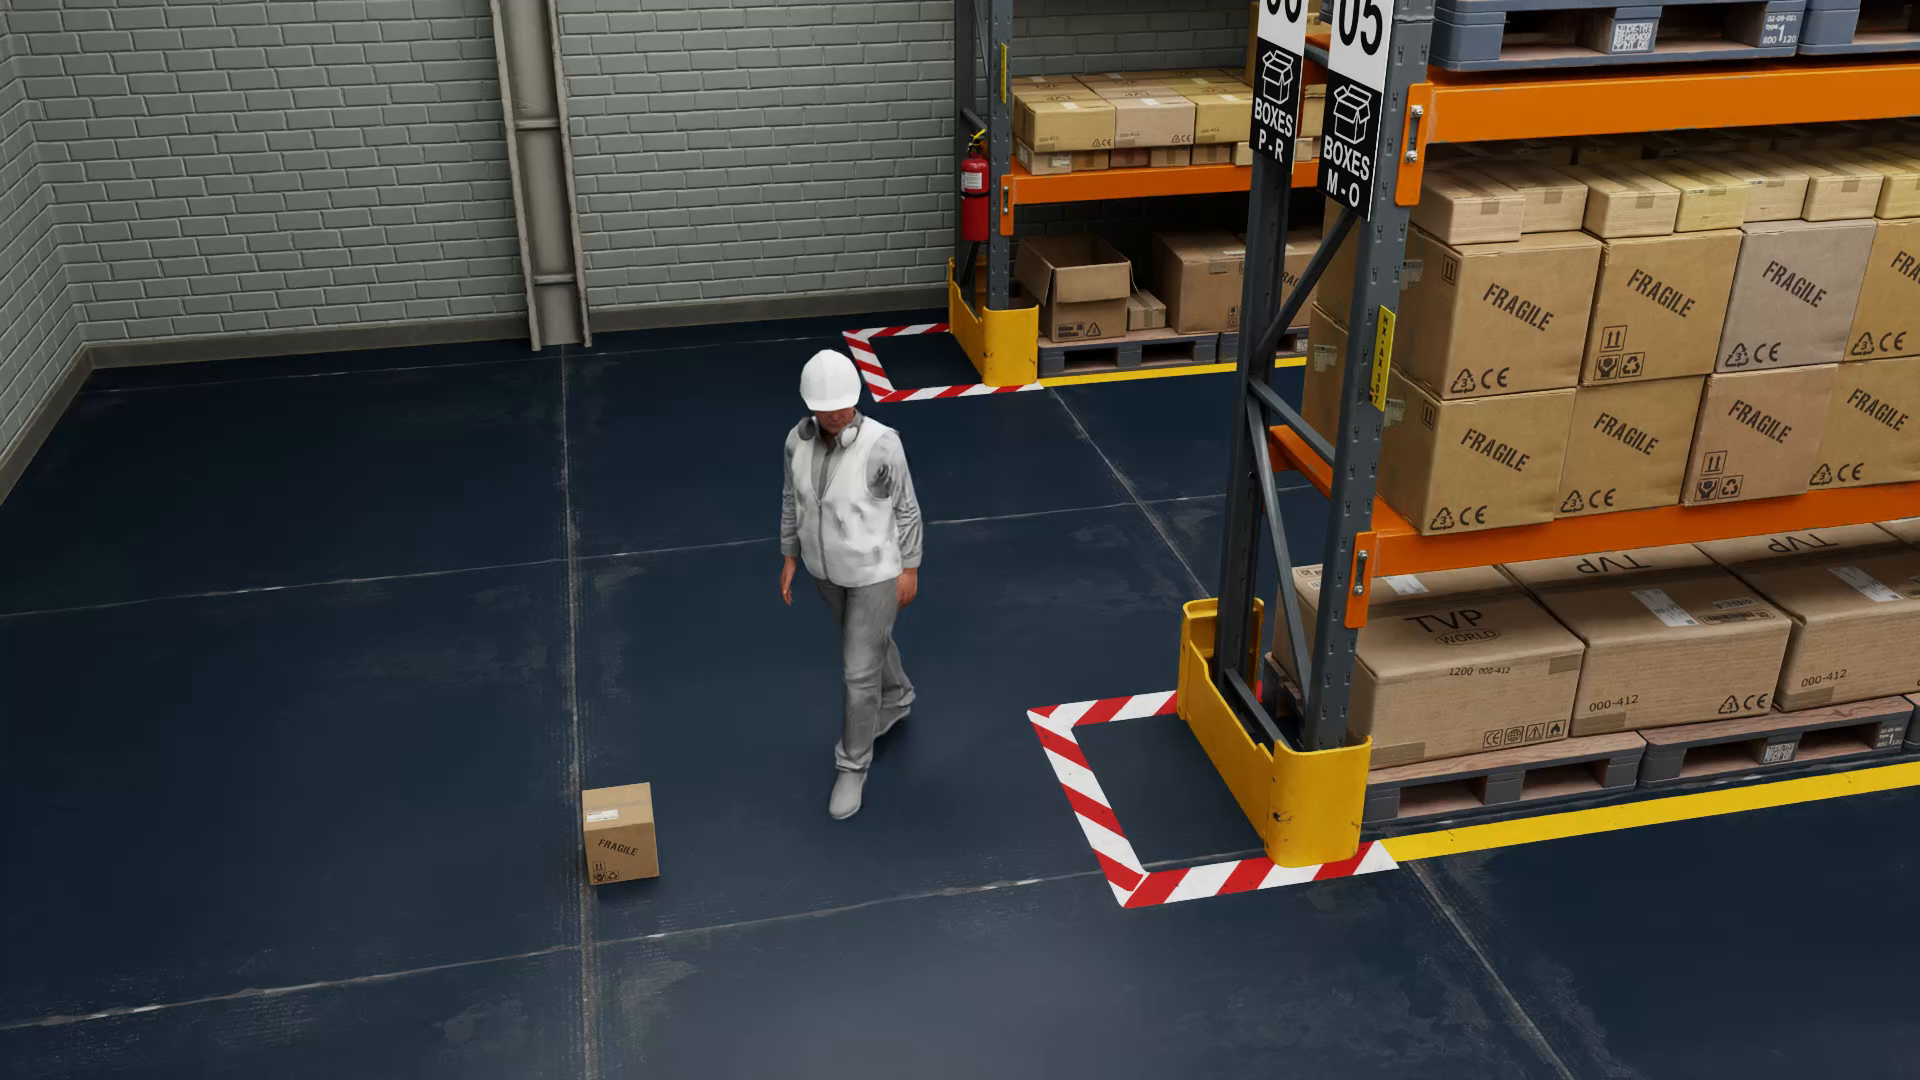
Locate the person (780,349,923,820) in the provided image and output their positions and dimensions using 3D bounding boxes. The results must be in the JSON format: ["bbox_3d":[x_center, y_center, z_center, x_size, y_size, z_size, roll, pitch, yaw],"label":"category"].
[{"bbox_3d":[-0.418,0.102,6.386,0.551,1.781,0.741,19,32,33],"label":"person"}]
